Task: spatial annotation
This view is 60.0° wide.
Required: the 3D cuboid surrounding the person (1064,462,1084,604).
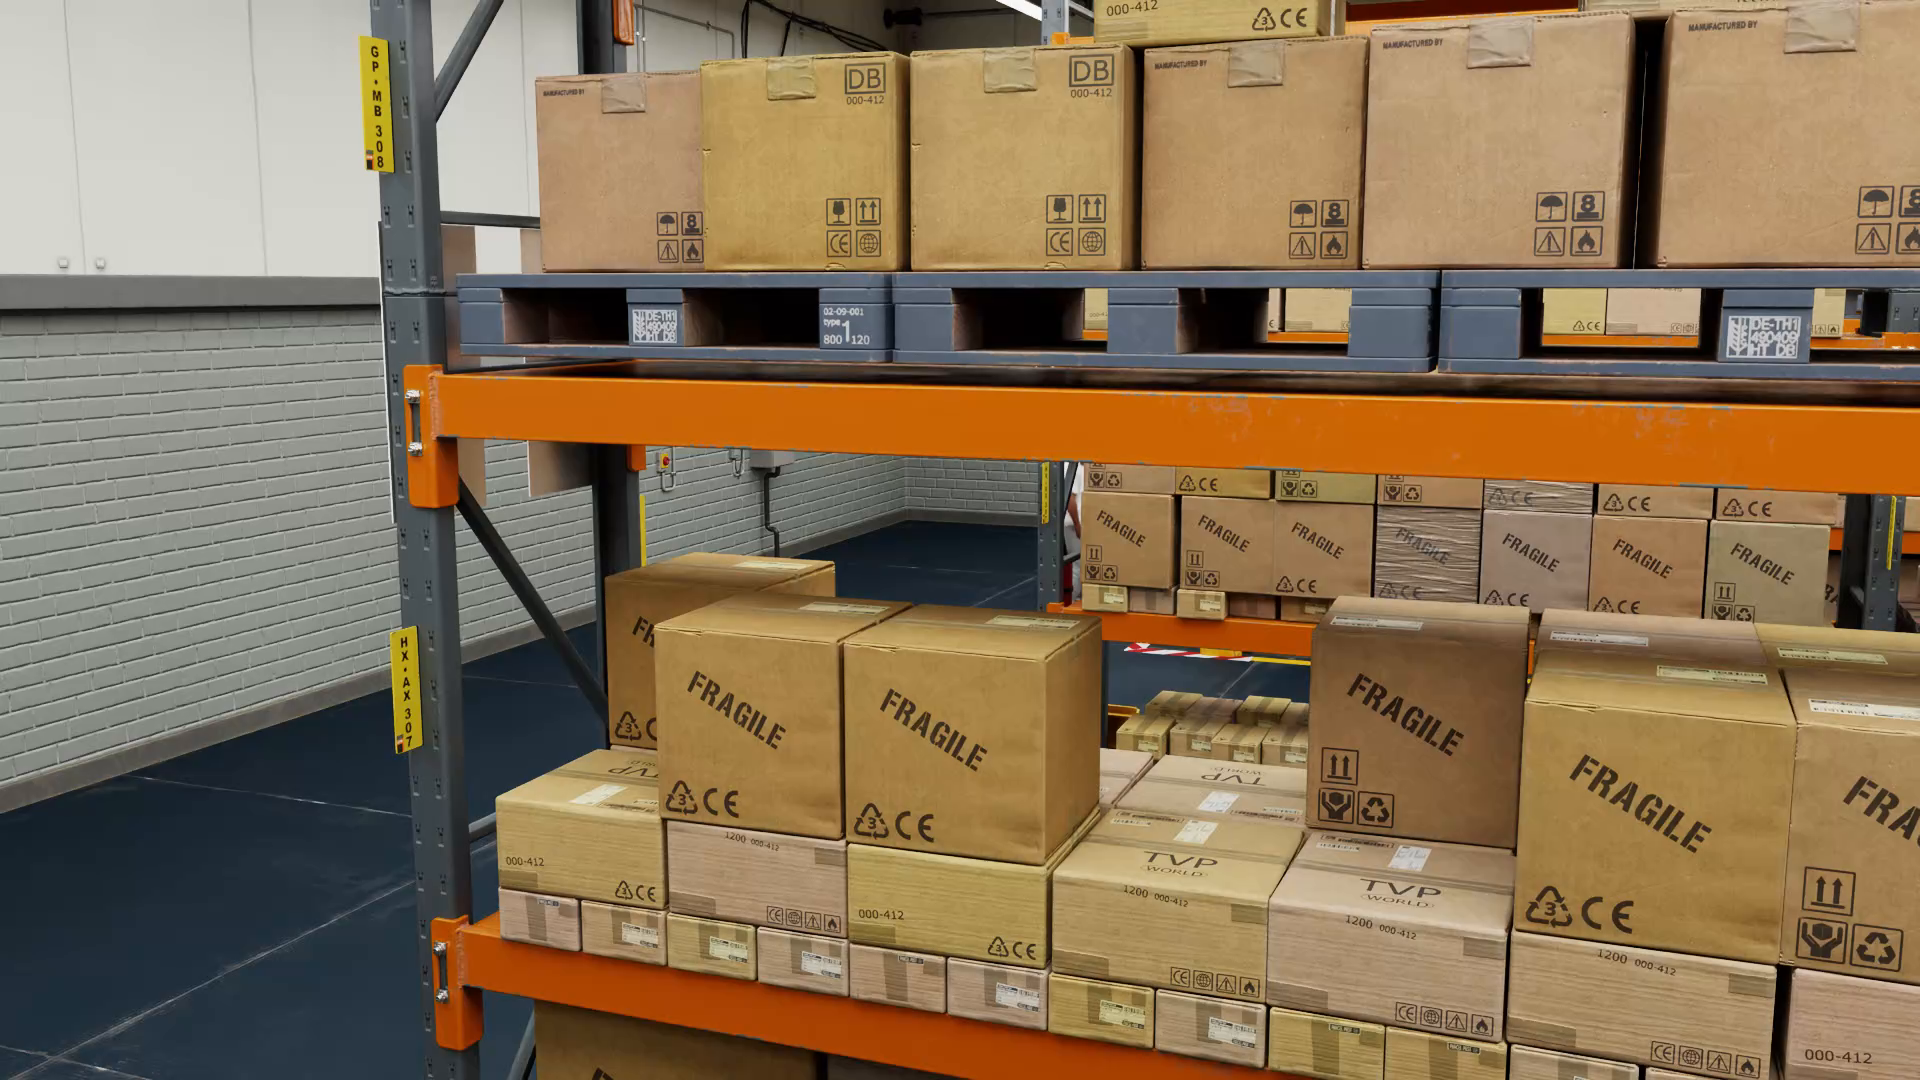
[{"bbox_3d":[1.124,-0.147,15.407,0.453,1.717,0.591,4,9,22],"label":"person"}]
